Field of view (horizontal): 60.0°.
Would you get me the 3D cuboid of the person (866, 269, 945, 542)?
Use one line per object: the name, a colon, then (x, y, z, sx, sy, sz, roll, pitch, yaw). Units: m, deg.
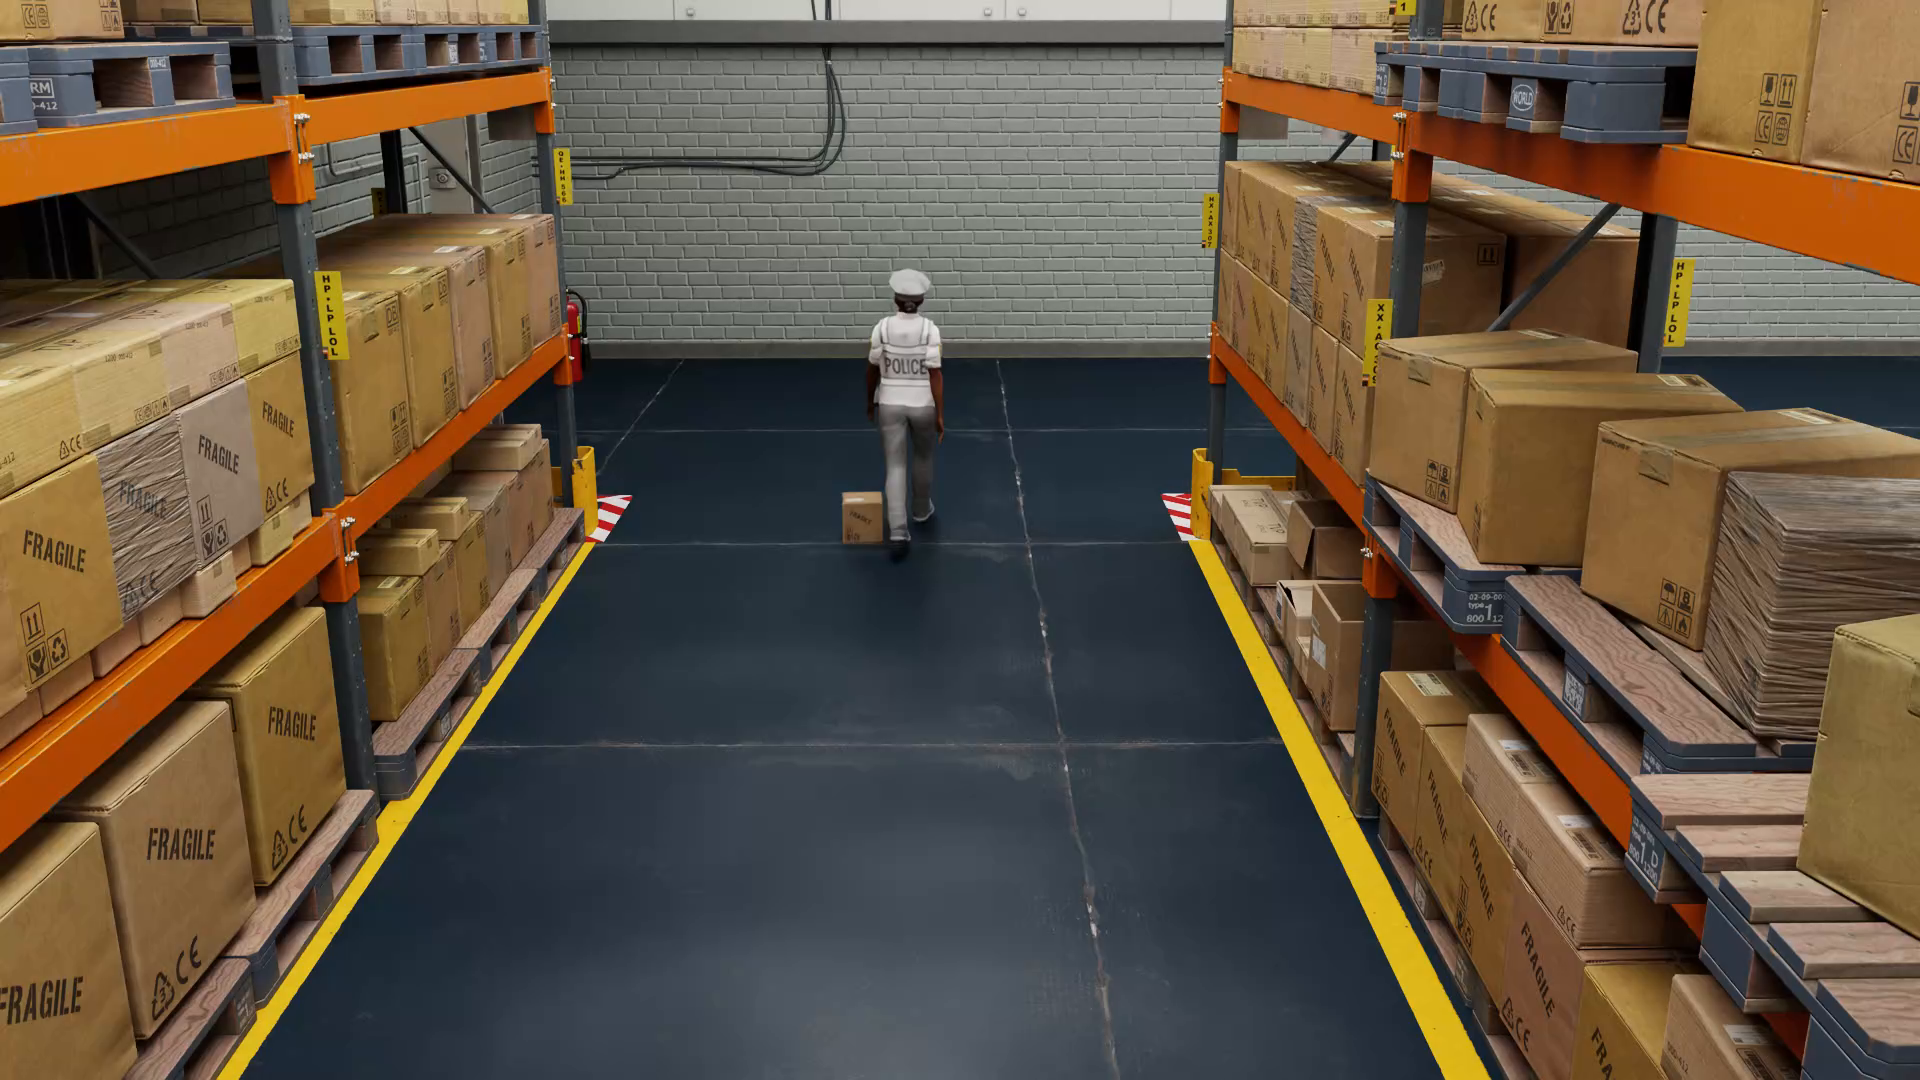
person: (-0.337, -0.834, 10.172, 0.480, 1.640, 0.992, -1, 17, -2)
